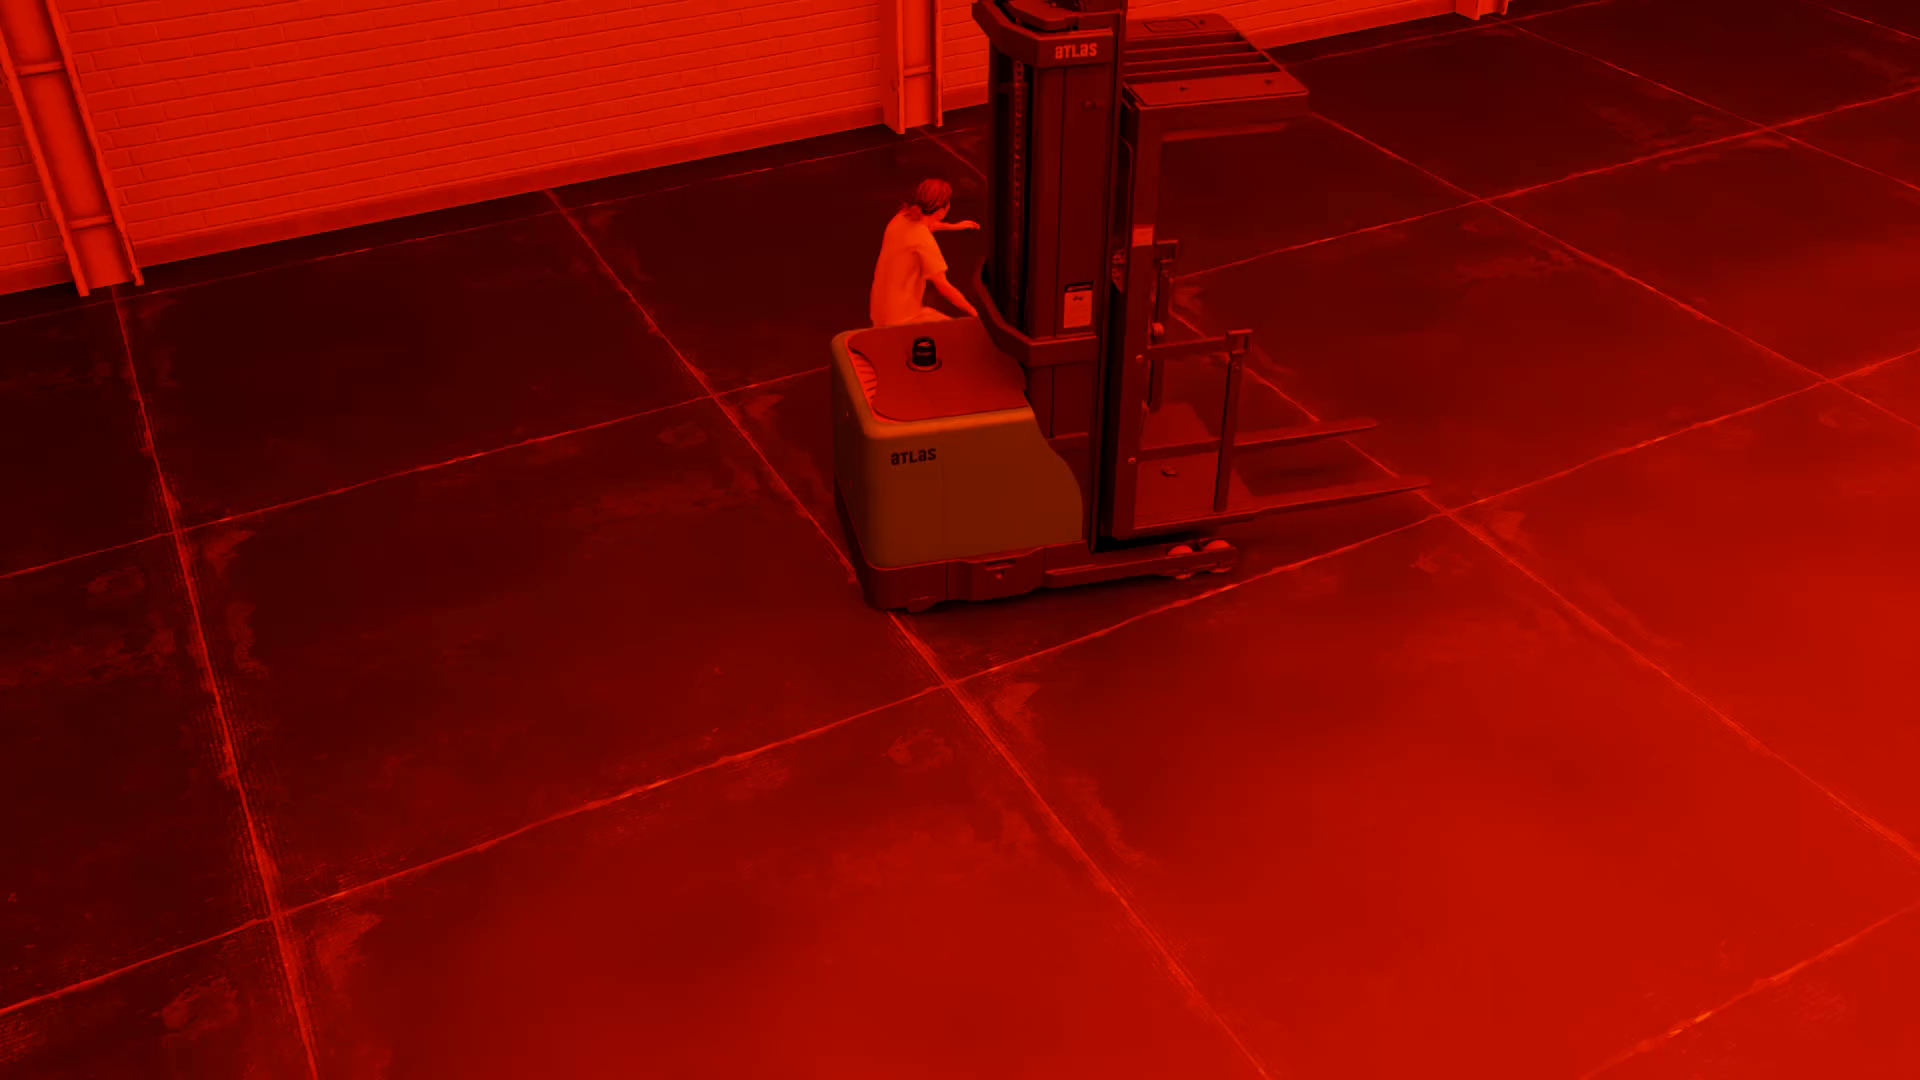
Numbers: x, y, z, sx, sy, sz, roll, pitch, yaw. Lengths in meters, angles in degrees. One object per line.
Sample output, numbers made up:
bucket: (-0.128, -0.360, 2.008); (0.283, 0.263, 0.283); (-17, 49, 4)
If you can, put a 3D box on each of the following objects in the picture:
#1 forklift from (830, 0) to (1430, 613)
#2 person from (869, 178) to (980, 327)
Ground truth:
forklift: (0.913, -1.291, 7.949); (3.031, 2.935, 1.130); (-8, 36, -11)
person: (-0.027, -1.281, 9.245); (0.845, 1.430, 1.087); (-22, 41, -28)
